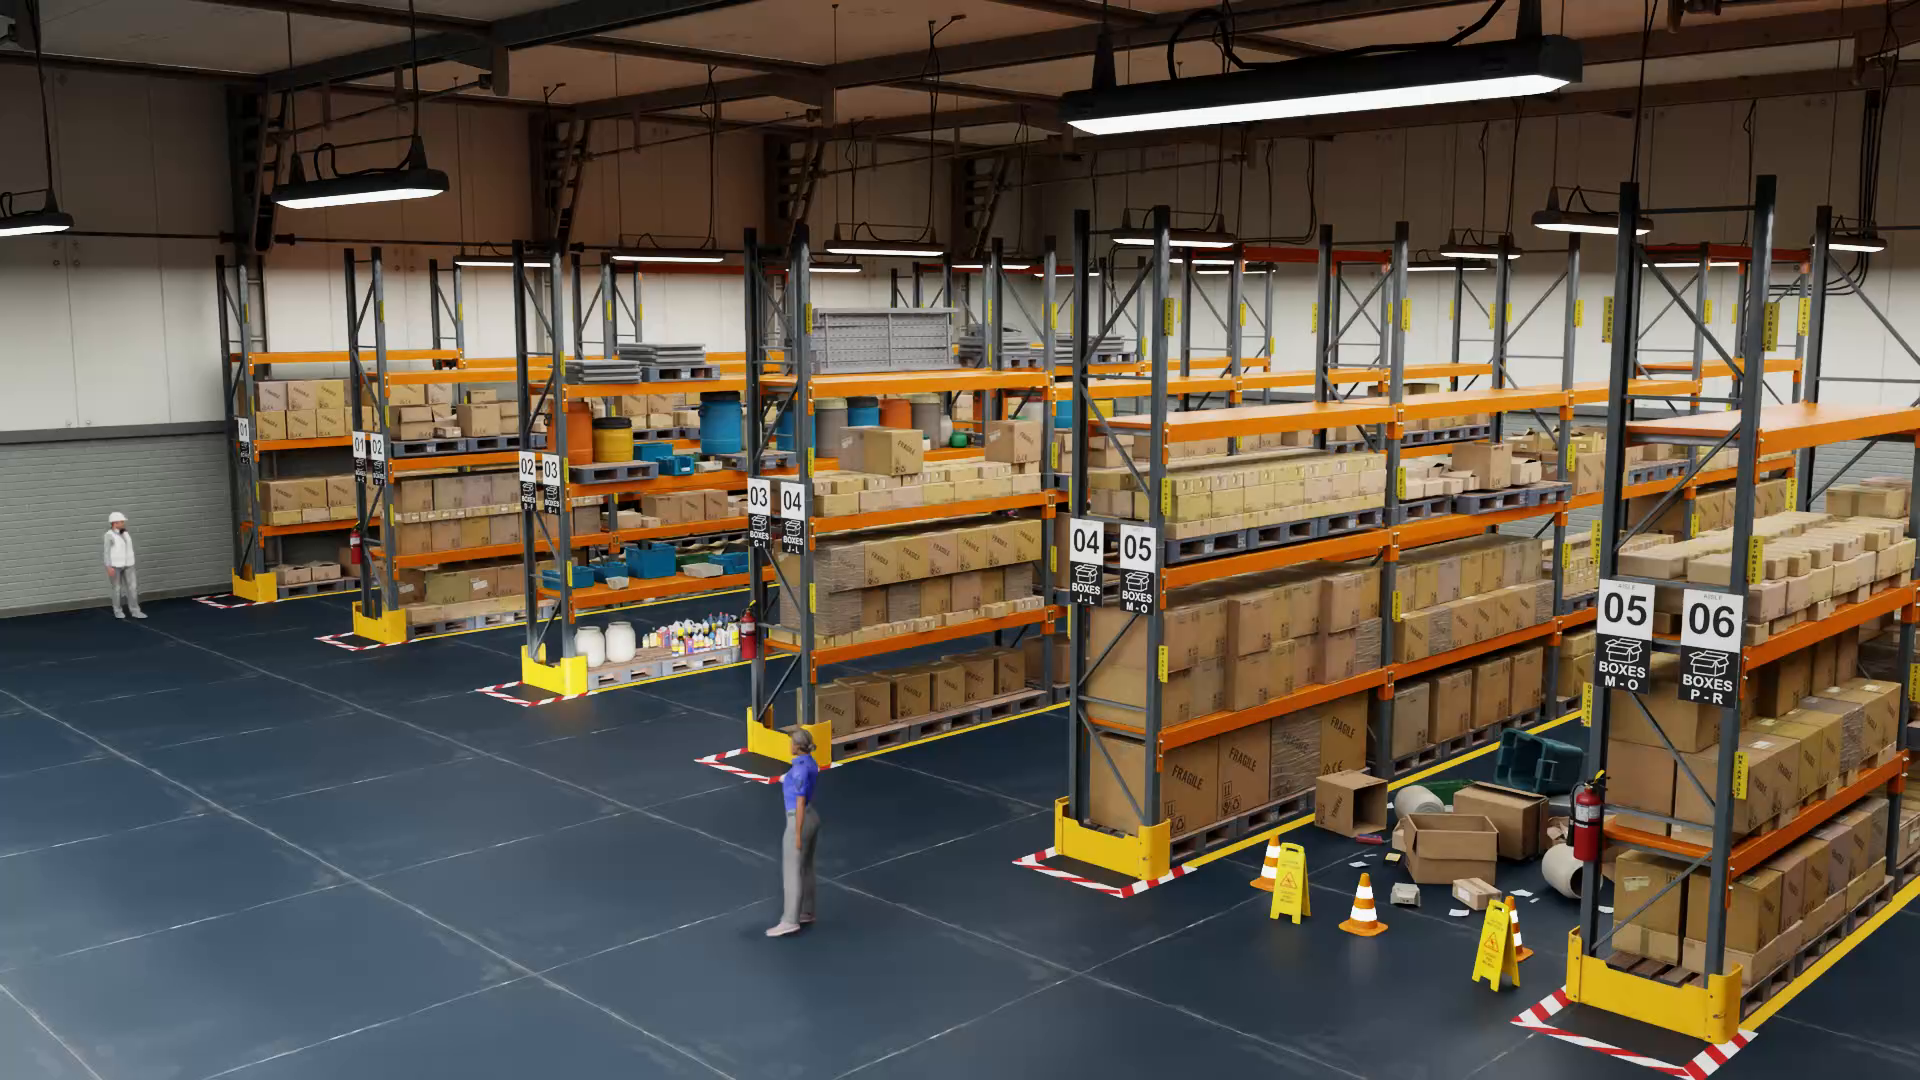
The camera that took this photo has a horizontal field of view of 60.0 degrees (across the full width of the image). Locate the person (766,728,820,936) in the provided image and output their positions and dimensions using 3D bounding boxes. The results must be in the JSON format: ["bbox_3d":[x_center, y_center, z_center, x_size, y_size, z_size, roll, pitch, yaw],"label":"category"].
[{"bbox_3d":[-1.382,2.405,13.819,0.389,1.679,0.559,1,8,7],"label":"person"}]

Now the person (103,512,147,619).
[{"bbox_3d":[-13.797,0.425,27.371,0.599,1.772,0.545,6,10,36],"label":"person"}]
